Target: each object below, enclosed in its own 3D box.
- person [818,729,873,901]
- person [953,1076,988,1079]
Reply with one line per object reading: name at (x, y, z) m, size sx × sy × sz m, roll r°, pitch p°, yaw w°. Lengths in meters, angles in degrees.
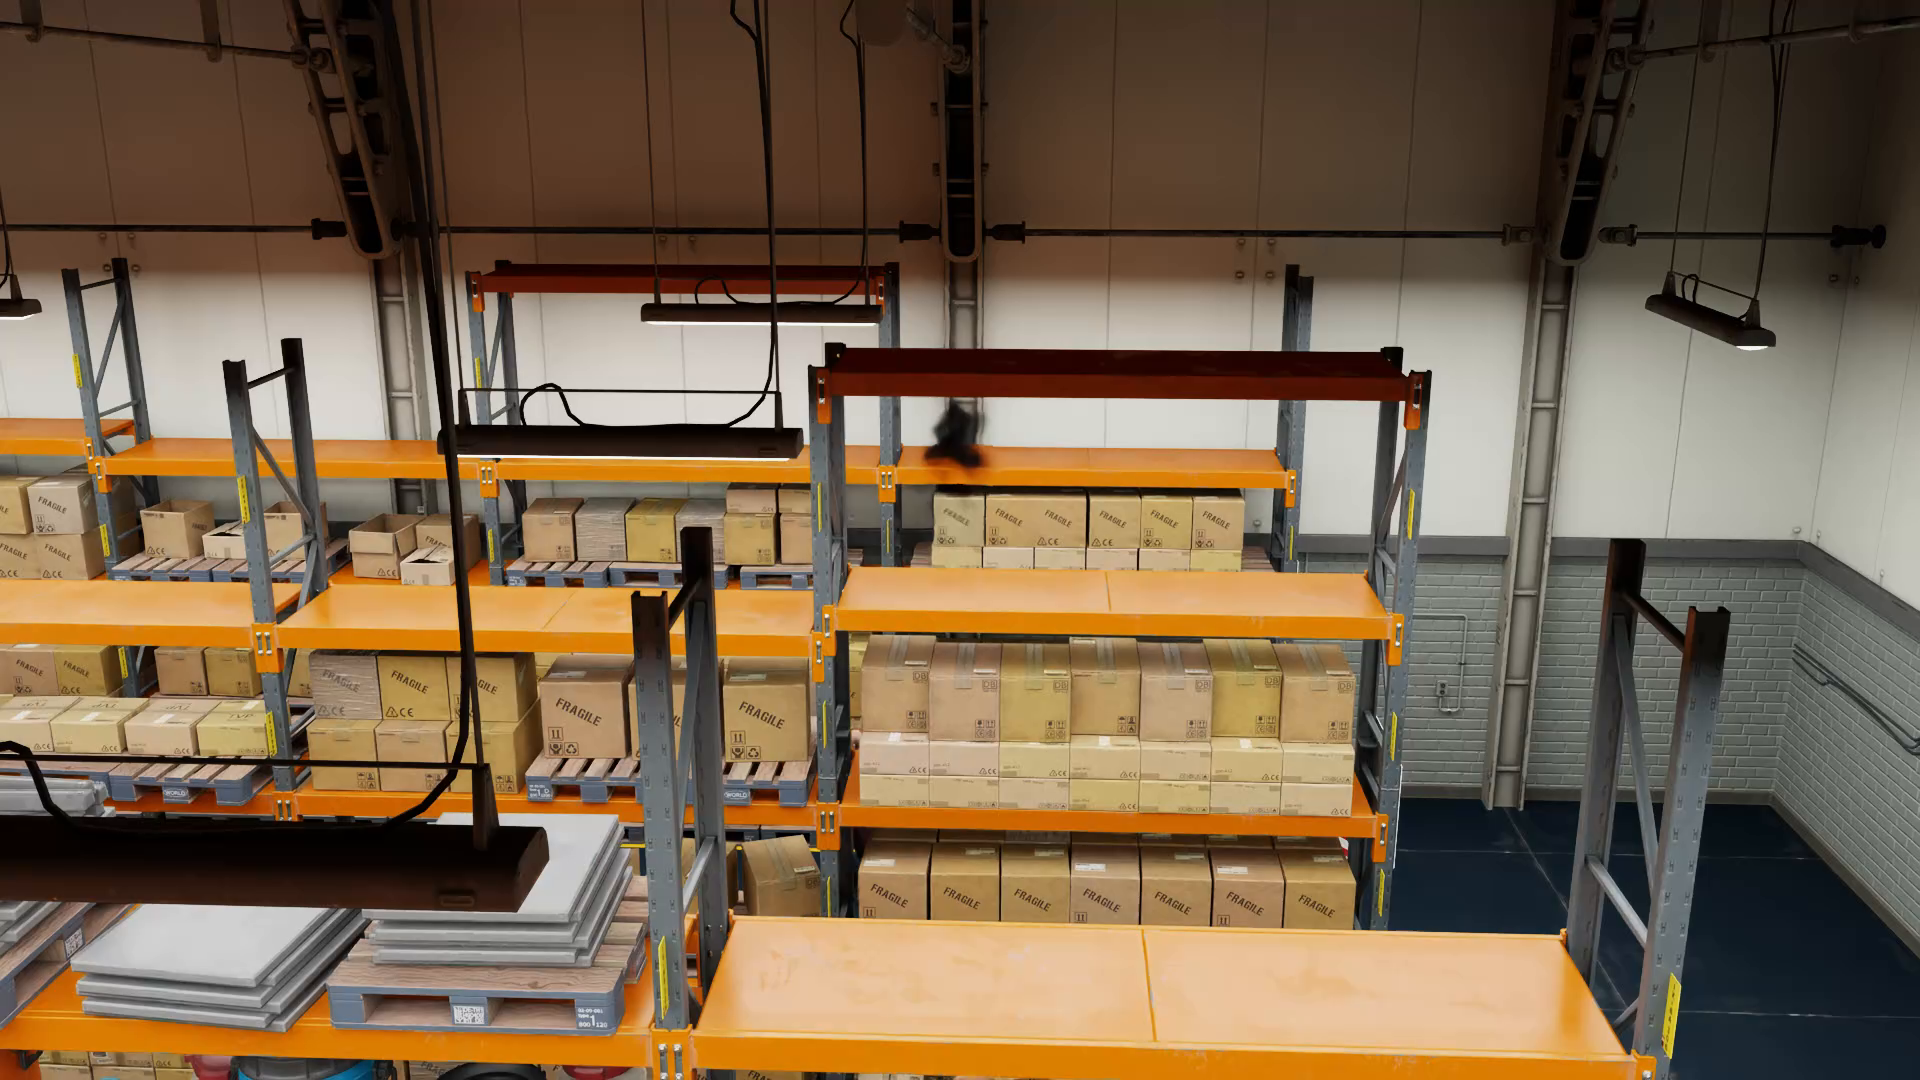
person at (-1.023, 2.633, 15.522) m, size 0.792 × 1.874 × 0.679 m, roll -3°, pitch 16°, yaw -11°
person at (0.141, 4.228, 11.035) m, size 0.818 × 1.720 × 0.668 m, roll 0°, pitch 16°, yaw -2°
